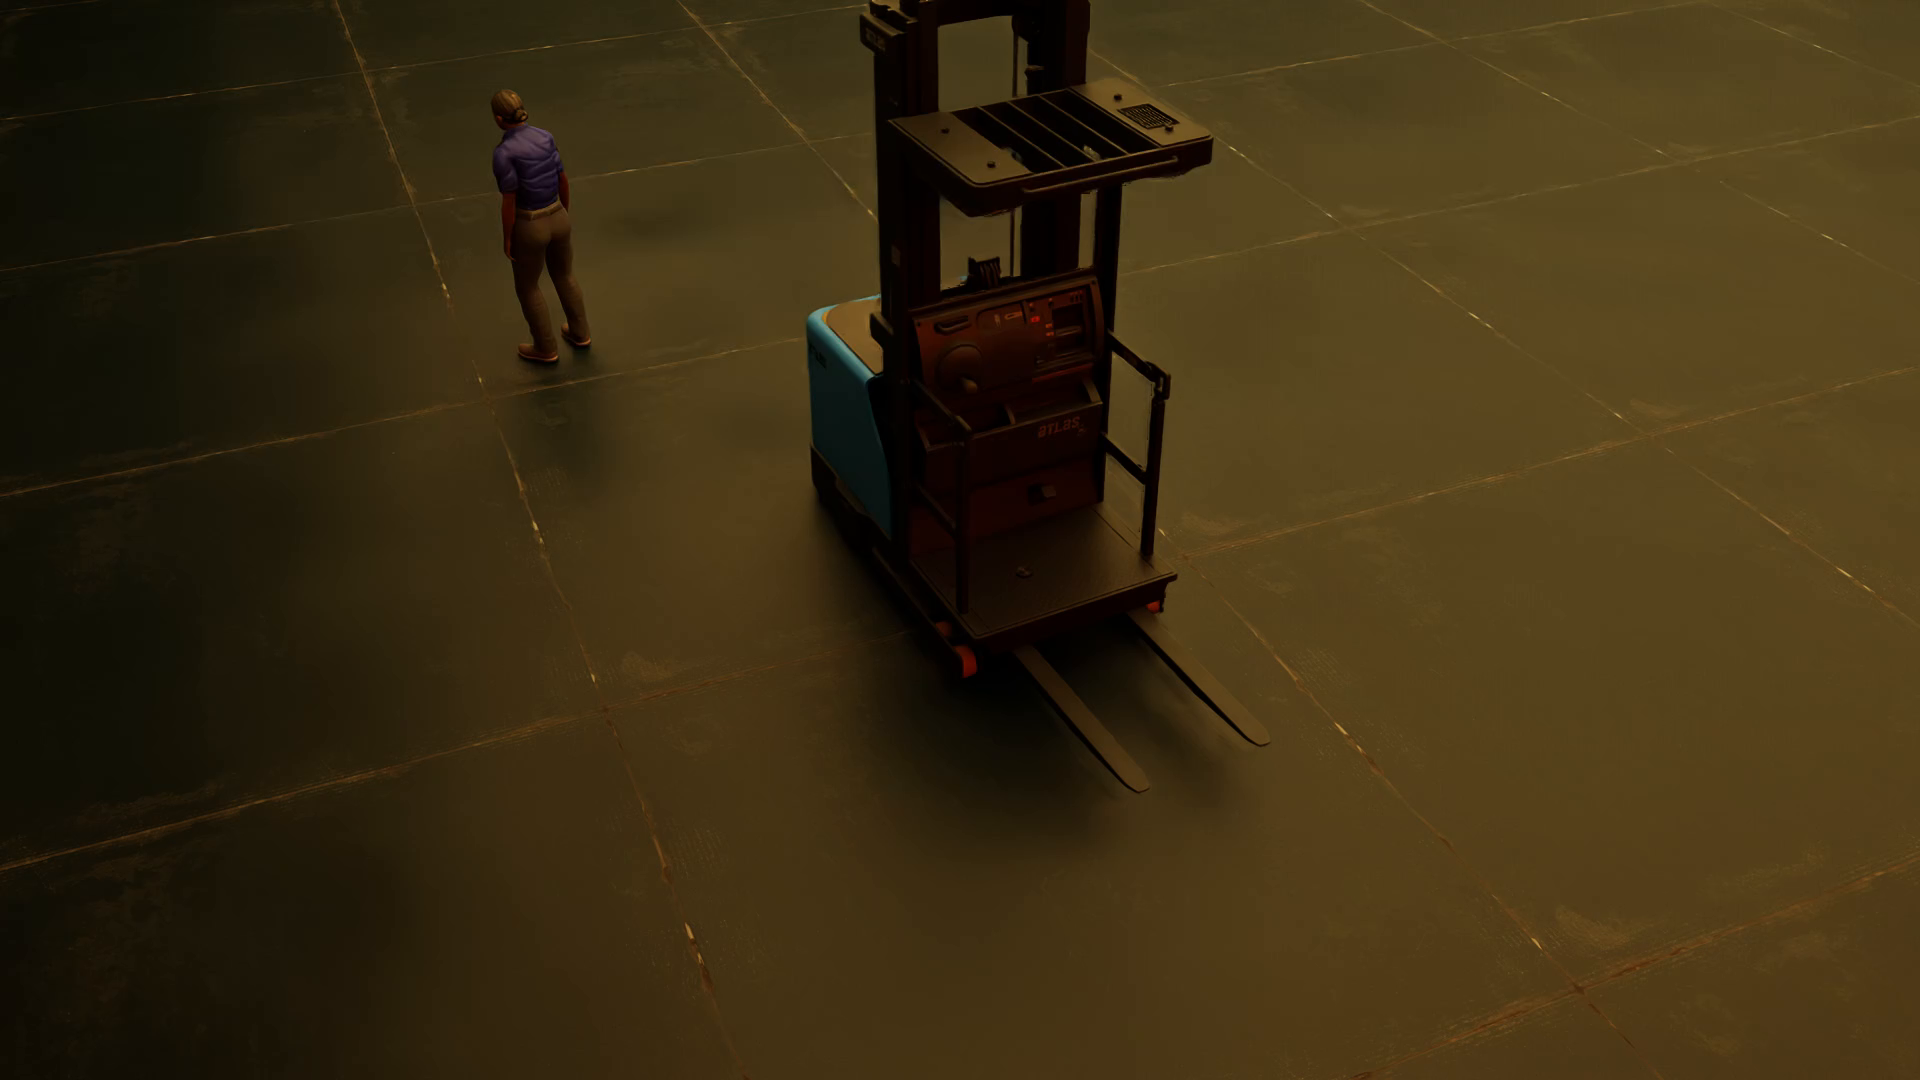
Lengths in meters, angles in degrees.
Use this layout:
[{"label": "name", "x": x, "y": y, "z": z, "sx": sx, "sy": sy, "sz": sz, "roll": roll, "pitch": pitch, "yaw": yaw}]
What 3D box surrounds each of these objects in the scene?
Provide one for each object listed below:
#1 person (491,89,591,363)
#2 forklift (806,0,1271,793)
[{"label": "person", "x": -2.491, "y": -1.844, "z": 9.797, "sx": 0.348, "sy": 1.654, "sz": 0.509, "roll": 25, "pitch": 42, "yaw": 31}, {"label": "forklift", "x": 0.327, "y": -0.848, "z": 7.291, "sx": 1.130, "sy": 2.935, "sz": 3.031, "roll": -17, "pitch": 39, "yaw": -22}]
